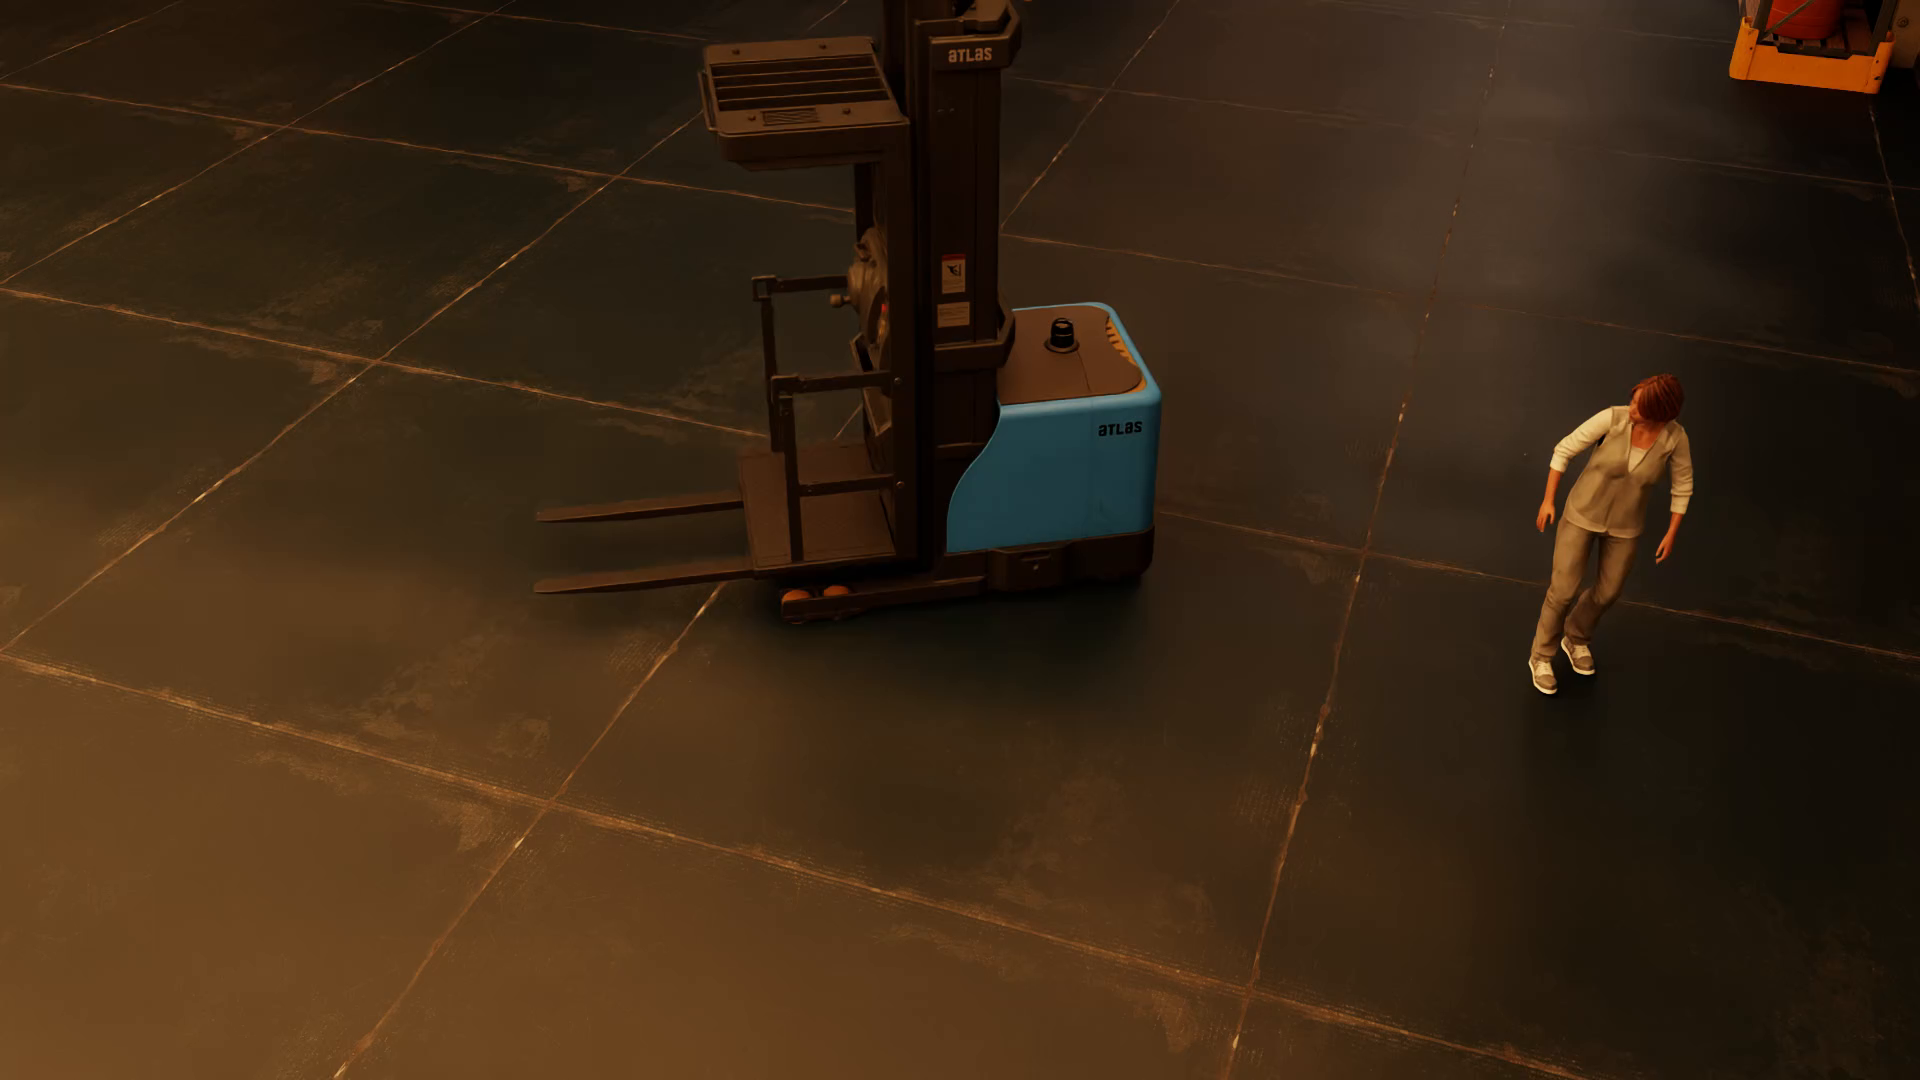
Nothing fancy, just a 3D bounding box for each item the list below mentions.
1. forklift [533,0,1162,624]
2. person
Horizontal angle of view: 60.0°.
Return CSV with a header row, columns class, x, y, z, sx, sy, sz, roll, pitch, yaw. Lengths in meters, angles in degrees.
class,x,y,z,sx,sy,sz,roll,pitch,yaw
forklift,-0.604,-1.120,7.690,3.031,2.935,1.130,-6,36,-9
person,2.862,-0.034,7.330,0.621,1.582,0.456,6,36,8
